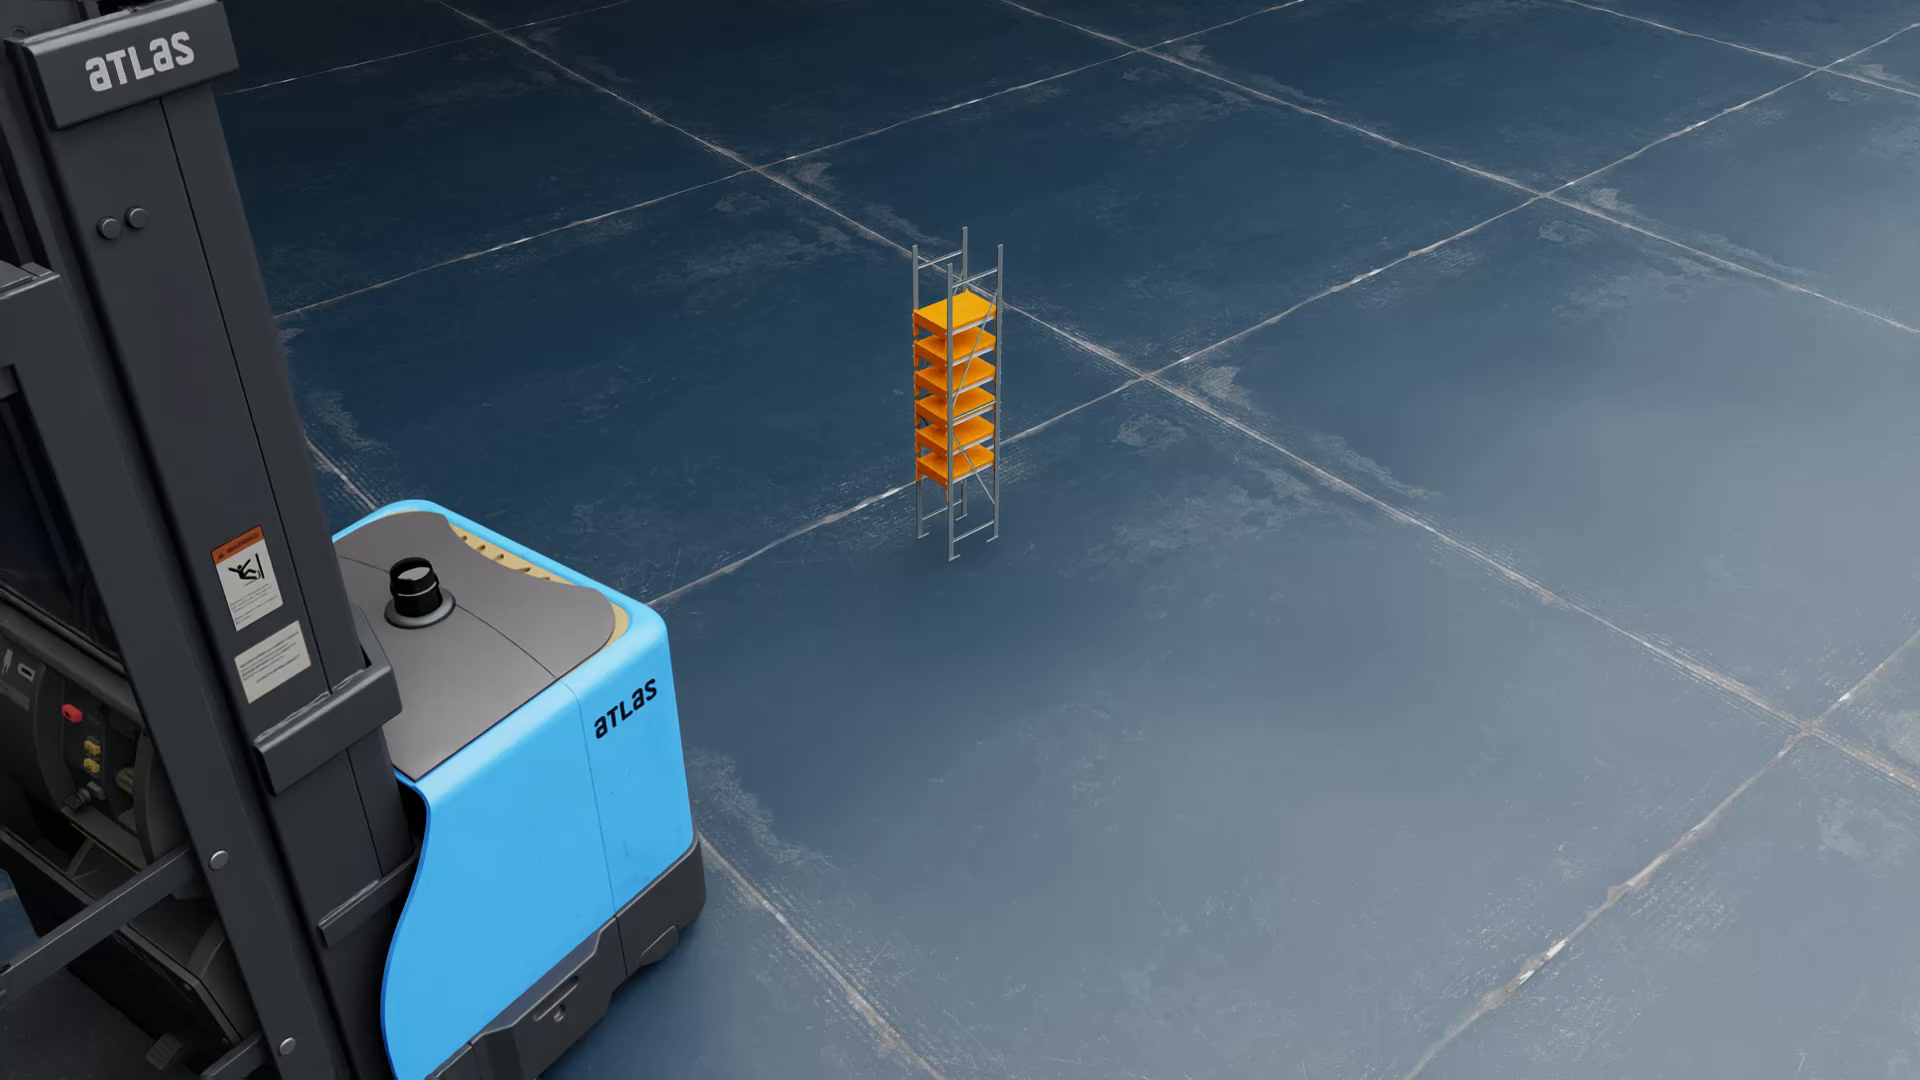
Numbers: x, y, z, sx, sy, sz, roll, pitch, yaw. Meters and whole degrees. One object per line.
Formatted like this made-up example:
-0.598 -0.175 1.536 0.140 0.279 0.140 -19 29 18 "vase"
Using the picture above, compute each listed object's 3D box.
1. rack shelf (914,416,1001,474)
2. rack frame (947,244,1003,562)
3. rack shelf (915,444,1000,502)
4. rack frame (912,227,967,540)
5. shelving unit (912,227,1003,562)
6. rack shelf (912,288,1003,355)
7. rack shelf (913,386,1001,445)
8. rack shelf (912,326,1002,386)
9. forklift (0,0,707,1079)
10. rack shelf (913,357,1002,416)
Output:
-0.009 -0.362 6.007 0.258 0.103 0.180 -26 43 -32 "rack shelf"
0.050 -0.456 5.855 0.240 1.200 0.006 -26 43 -32 "rack frame"
-0.009 -0.264 6.077 0.258 0.103 0.180 -26 43 -32 "rack shelf"
-0.068 -0.536 5.969 0.240 1.200 0.006 -26 43 -32 "rack frame"
-0.009 -0.496 5.912 0.258 1.200 0.189 -26 43 -32 "shelving unit"
-0.009 -0.754 5.730 0.258 0.103 0.180 -26 43 -32 "rack shelf"
-0.009 -0.460 5.938 0.258 0.103 0.180 -26 43 -32 "rack shelf"
-0.009 -0.656 5.799 0.258 0.103 0.180 -26 43 -32 "rack shelf"
-1.978 0.400 3.149 1.130 2.935 3.031 22 41 28 "forklift"
-0.009 -0.558 5.869 0.258 0.103 0.180 -26 43 -32 "rack shelf"
